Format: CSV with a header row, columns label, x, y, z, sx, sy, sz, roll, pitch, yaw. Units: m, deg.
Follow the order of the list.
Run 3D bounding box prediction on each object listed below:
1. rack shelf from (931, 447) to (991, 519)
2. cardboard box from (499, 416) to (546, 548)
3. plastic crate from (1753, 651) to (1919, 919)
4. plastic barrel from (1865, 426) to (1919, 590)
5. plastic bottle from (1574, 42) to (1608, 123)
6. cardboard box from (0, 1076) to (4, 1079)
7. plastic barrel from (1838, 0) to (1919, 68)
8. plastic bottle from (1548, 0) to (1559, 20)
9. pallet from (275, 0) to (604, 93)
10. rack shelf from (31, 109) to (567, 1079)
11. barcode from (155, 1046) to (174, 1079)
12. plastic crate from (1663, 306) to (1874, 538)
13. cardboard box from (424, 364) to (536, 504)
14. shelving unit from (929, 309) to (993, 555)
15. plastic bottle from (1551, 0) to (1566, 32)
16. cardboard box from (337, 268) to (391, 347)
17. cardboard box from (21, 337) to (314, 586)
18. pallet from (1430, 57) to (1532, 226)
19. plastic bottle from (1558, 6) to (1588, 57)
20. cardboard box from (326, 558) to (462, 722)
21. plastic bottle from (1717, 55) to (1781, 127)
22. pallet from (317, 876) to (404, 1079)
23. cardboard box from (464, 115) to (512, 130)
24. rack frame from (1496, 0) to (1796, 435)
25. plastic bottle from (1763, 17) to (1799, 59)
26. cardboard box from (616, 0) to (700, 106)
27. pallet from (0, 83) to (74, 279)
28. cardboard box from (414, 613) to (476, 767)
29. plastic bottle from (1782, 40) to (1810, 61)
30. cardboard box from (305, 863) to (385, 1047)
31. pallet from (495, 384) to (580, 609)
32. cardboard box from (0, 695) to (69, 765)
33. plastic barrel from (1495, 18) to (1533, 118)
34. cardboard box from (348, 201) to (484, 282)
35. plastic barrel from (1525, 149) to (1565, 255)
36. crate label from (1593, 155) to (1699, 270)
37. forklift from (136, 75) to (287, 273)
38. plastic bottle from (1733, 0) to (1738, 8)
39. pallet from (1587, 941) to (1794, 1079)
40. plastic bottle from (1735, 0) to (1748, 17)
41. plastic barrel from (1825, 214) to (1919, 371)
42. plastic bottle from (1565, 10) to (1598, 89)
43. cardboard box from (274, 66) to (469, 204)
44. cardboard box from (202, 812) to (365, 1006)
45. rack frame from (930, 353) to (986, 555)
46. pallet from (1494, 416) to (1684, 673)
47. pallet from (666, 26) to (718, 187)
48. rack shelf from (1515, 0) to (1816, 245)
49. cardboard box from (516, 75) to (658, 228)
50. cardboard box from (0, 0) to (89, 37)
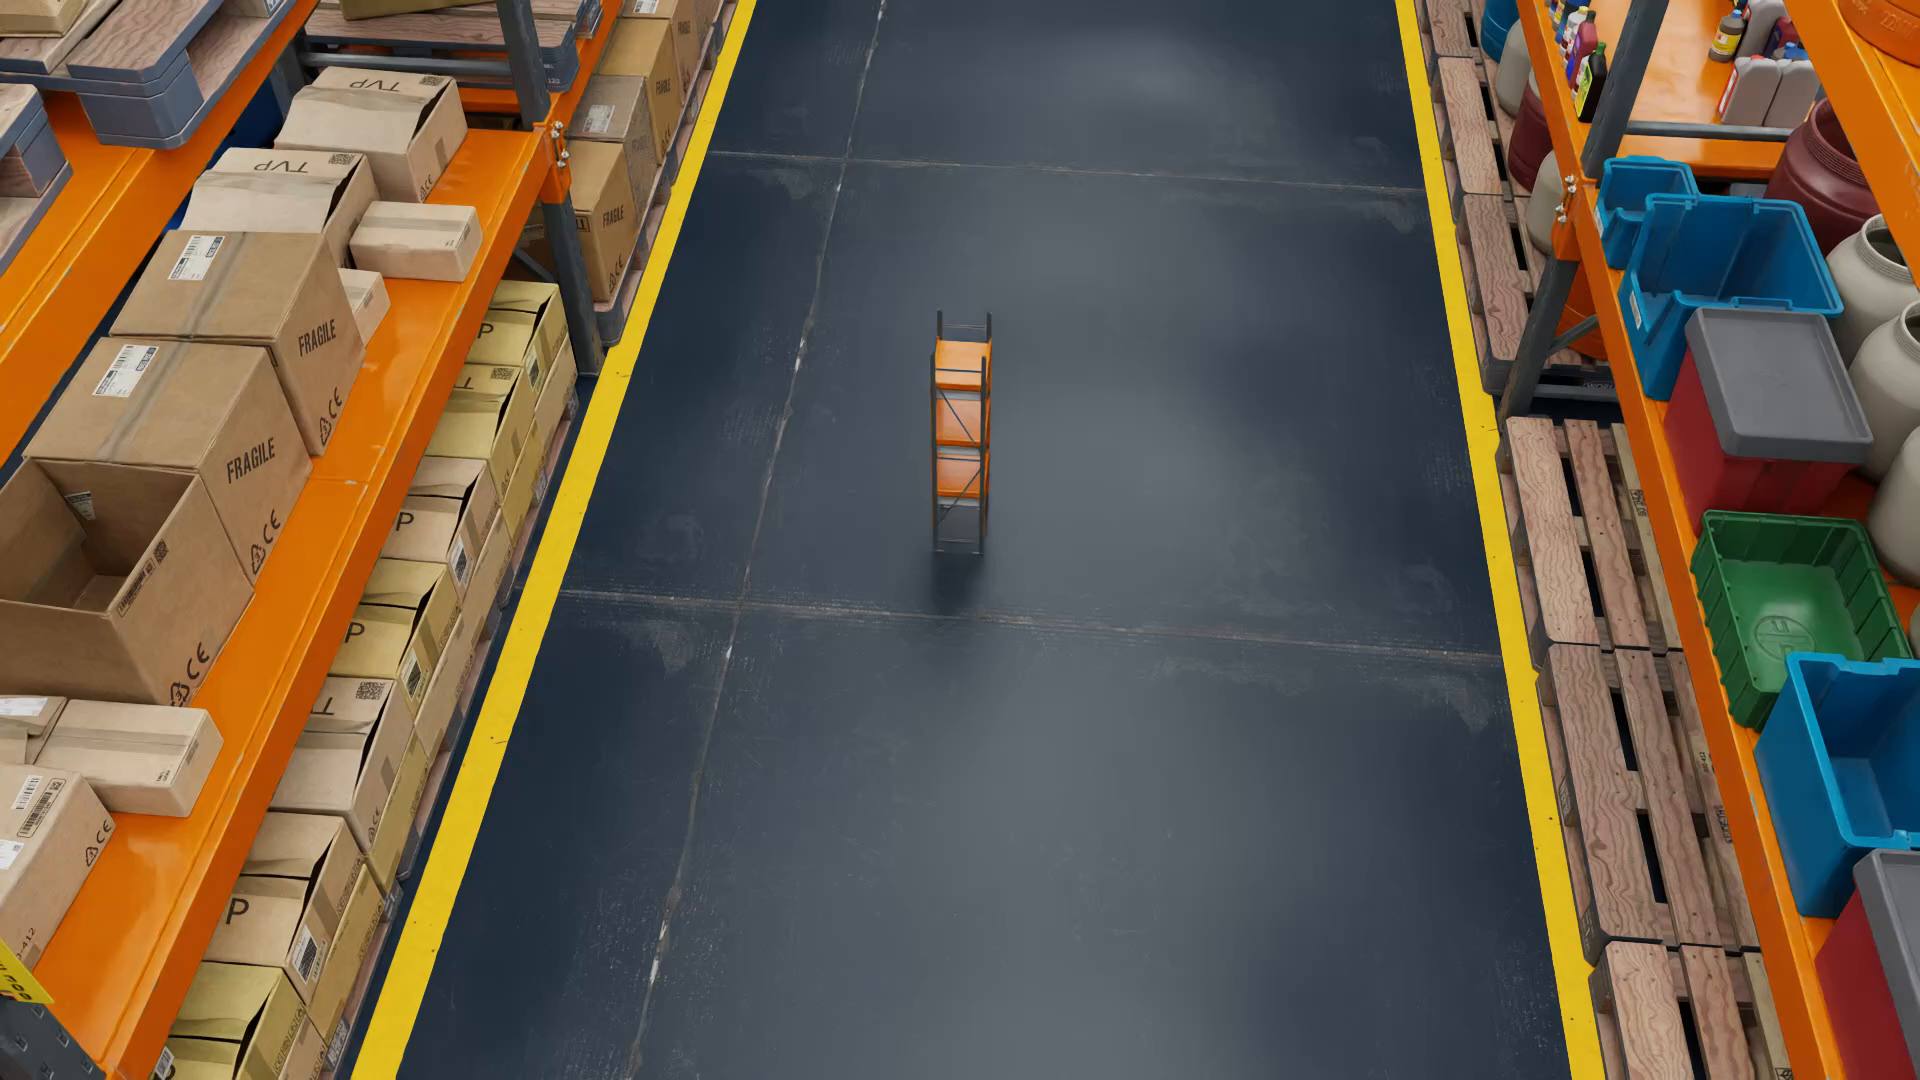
label,x,y,z,sx,sy,sz,roll,pitch,yaw
rack shelf,0.005,-0.199,6.611,0.215,0.259,0.240,4,48,4
cardboard box,-1.951,-0.247,6.522,0.500,0.250,0.500,3,48,3
plastic crate,2.256,0.633,4.149,0.392,0.384,0.575,4,48,4
plastic barrel,2.877,-0.132,4.746,0.433,0.535,0.433,0,48,0
plastic bottle,2.442,-1.766,6.412,0.061,0.283,0.133,4,48,4
cardboard box,-2.716,1.404,4.632,0.500,0.311,0.500,4,48,4
plastic barrel,2.479,-1.568,3.827,0.600,0.830,0.708,4,48,4
plastic bottle,2.527,-2.302,6.909,0.097,0.271,0.097,0,48,0
pallet,-2.111,-2.254,6.909,1.213,0.211,1.003,4,48,4
rack shelf,-2.285,-0.103,5.299,1.077,0.370,4.000,4,48,4
barcode,-2.029,1.335,4.241,0.001,0.075,0.075,4,48,4
plastic crate,2.378,-0.334,4.980,0.402,0.464,0.583,4,48,4
cardboard box,-1.946,-0.435,6.314,0.500,0.311,0.500,3,48,3
shelving unit,0.005,-0.394,6.399,0.215,1.050,0.252,4,48,4
plastic bottle,2.518,-2.206,6.870,0.097,0.201,0.097,0,48,0
cardboard box,-2.163,-0.790,5.610,0.380,0.149,0.250,7,48,6
cardboard box,-2.287,-0.228,4.858,0.500,0.500,0.500,4,48,4
pallet,2.974,-2.015,8.450,1.003,0.211,1.213,4,48,4
plastic bottle,2.501,-2.063,6.739,0.097,0.201,0.097,0,48,0
cardboard box,-2.042,0.304,5.638,0.500,0.311,0.500,5,48,5
plastic bottle,3.040,-1.744,6.397,0.152,0.276,0.135,4,48,4
pallet,-2.439,1.521,5.216,1.003,0.211,1.213,4,48,4
cardboard box,-2.250,-2.118,7.542,0.500,0.250,0.500,6,48,5
rack frame,2.830,-1.480,6.071,1.000,3.000,0.127,4,48,4
plastic bottle,3.267,-1.975,6.603,0.061,0.283,0.133,4,48,4
cardboard box,-1.641,-2.573,8.466,0.500,0.500,0.500,2,48,2
pallet,-2.399,-0.473,3.247,0.805,0.209,1.217,2,48,2
cardboard box,-2.044,0.500,5.839,0.500,0.250,0.500,5,48,4
plastic bottle,3.229,-1.816,6.465,0.097,0.271,0.097,0,48,0
cardboard box,-2.136,1.255,5.148,0.500,0.250,0.500,5,48,5
pallet,-2.216,-0.272,6.856,1.003,0.211,1.213,4,48,4
cardboard box,-2.570,0.511,4.341,0.396,0.266,0.258,3,48,3
plastic barrel,2.923,-2.393,8.308,0.421,0.512,0.421,0,48,0
cardboard box,-1.909,-1.051,5.849,0.380,0.149,0.250,4,48,4
plastic barrel,2.820,-1.563,7.549,0.421,0.512,0.421,0,48,0
crate label,2.418,-1.139,5.872,0.303,0.233,0.416,4,48,4
forklift,-4.909,-2.802,7.326,3.031,2.935,1.130,10,48,9
plastic bottle,3.312,-2.342,6.938,0.061,0.283,0.133,4,48,4
pallet,2.498,1.821,4.941,1.003,0.211,1.213,4,48,4
plastic bottle,3.211,-2.160,6.780,0.097,0.271,0.097,0,48,0
plastic barrel,2.949,-0.747,5.325,0.421,0.512,0.421,0,48,0
plastic bottle,2.463,-1.936,6.567,0.061,0.283,0.133,4,48,4
cardboard box,-2.179,-1.521,6.169,0.500,0.311,0.500,7,48,6
cardboard box,-2.130,1.066,4.941,0.500,0.311,0.500,3,48,3
rack frame,-0.006,-0.304,6.317,0.200,1.050,0.008,4,48,4
pallet,2.721,0.028,6.581,1.003,0.211,1.213,4,48,4
pallet,-1.883,-2.315,8.724,1.003,0.211,1.213,4,48,4
rack shelf,3.012,-2.707,7.680,1.077,0.370,4.000,4,48,4
cardboard box,-1.734,-1.821,7.778,0.500,0.500,0.500,2,48,2
cardboard box,-2.232,-1.381,3.764,0.500,0.250,0.500,0,48,0
